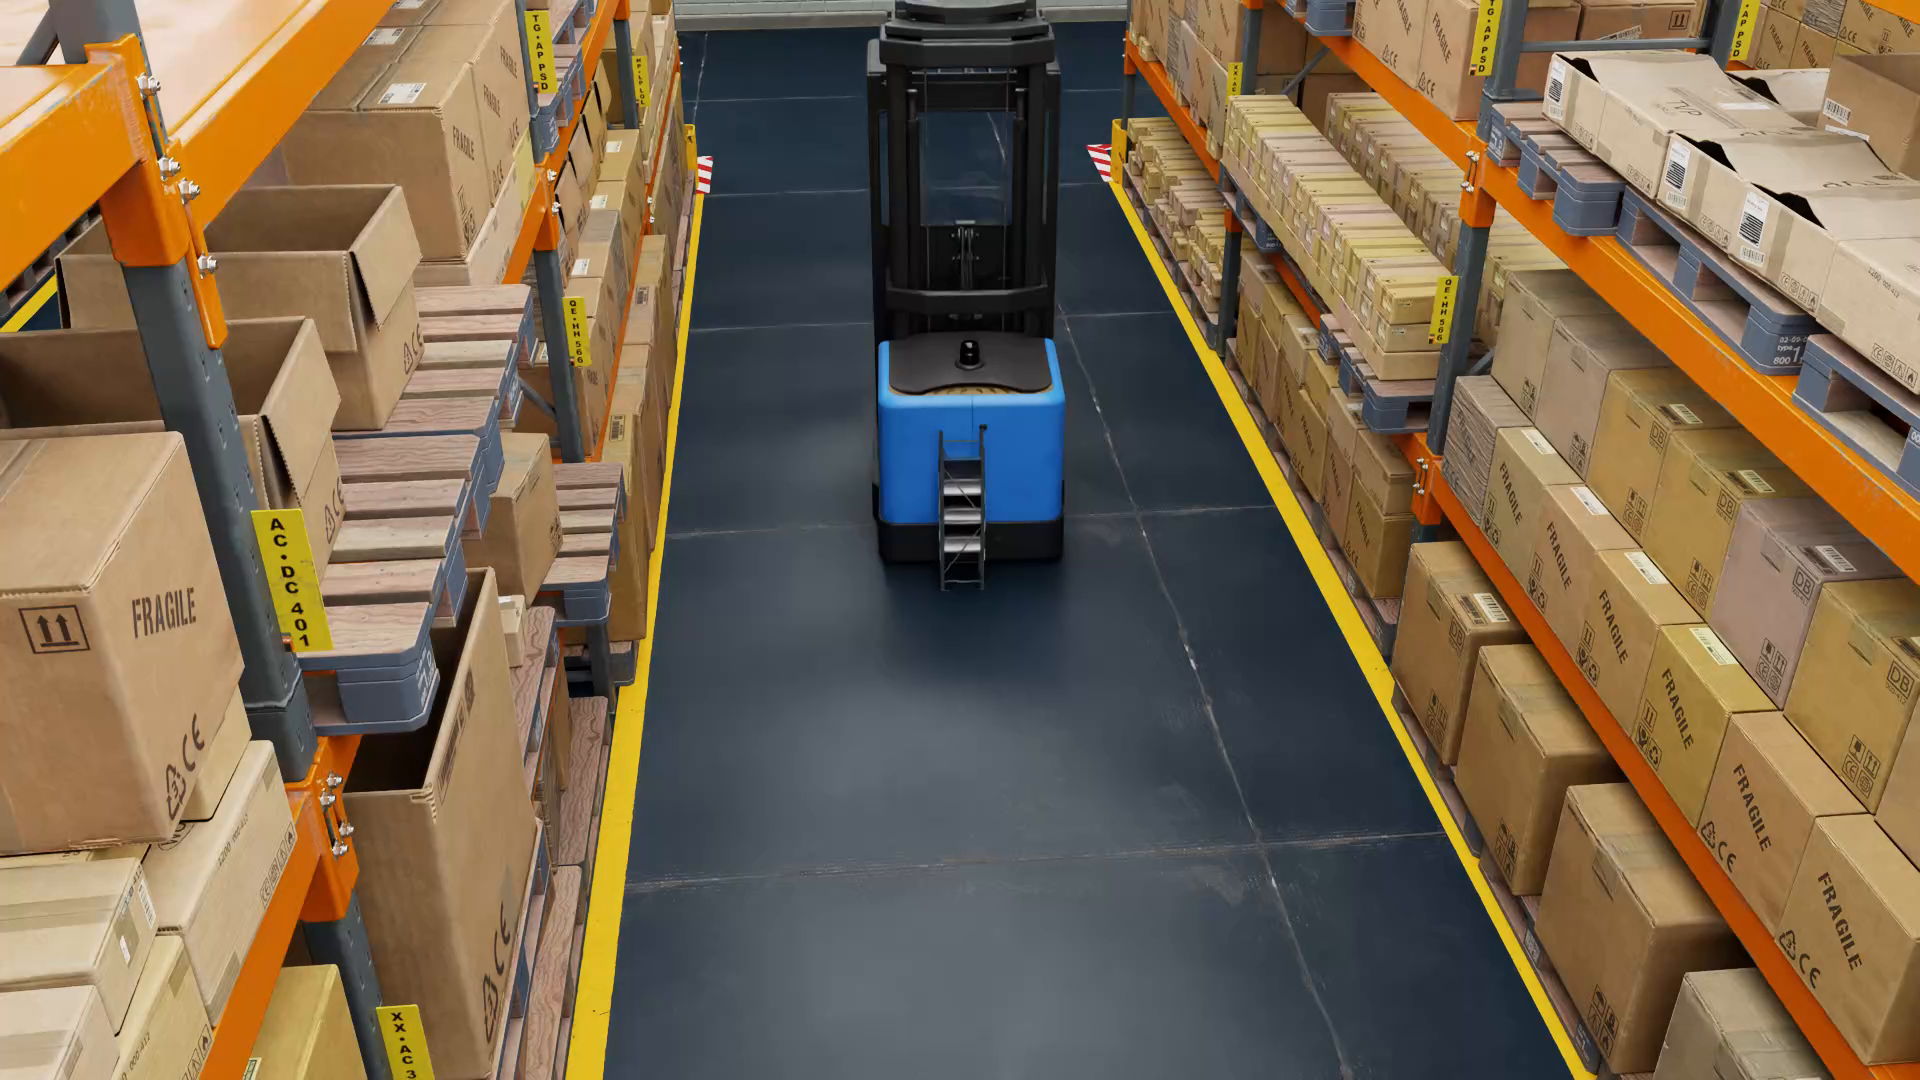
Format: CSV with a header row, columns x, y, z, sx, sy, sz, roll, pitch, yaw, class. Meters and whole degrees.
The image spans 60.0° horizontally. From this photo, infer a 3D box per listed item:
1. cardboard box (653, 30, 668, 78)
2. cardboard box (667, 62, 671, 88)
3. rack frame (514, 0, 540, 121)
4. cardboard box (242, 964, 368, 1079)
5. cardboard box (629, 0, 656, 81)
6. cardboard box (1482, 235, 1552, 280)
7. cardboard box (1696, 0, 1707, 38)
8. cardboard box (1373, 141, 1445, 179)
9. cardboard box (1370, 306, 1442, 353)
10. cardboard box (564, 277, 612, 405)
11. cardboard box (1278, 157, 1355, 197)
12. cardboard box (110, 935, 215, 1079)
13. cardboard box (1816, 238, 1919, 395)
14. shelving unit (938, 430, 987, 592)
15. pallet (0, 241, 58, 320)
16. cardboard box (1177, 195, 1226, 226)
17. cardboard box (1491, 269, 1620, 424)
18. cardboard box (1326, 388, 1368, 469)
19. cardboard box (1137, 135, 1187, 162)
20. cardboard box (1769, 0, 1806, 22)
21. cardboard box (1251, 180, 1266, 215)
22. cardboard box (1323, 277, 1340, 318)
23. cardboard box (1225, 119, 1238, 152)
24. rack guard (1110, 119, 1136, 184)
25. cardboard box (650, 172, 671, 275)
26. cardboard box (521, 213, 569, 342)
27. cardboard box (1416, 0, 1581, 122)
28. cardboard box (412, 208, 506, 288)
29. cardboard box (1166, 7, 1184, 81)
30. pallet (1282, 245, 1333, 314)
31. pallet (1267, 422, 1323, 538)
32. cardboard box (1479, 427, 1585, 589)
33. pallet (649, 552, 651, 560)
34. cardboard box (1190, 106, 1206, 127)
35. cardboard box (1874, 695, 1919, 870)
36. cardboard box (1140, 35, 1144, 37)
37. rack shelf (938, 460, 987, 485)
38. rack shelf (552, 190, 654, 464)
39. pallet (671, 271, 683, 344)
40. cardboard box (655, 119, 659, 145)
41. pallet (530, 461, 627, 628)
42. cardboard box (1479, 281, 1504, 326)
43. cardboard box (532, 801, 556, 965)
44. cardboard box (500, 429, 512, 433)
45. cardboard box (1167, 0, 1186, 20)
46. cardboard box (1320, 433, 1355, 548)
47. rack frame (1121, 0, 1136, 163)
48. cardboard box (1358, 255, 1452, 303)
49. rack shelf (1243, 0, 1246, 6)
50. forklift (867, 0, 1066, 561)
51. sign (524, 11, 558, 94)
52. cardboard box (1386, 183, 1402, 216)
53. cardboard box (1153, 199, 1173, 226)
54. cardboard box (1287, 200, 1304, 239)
x,y,z,sx,sy,sz,roll,pitch,yaw,class
-2.566,-3.814,13.066,0.500,0.250,0.500,-4,31,-6,cardboard box
-2.512,-3.709,13.279,0.380,0.149,0.250,-3,31,-6,cardboard box
-2.222,-2.995,5.989,1.000,3.000,0.127,-3,31,-5,rack frame
-1.533,1.239,3.388,0.500,0.500,0.500,-3,31,-5,cardboard box
-2.478,-3.621,12.012,0.500,0.500,0.500,-4,31,-6,cardboard box
2.829,-1.441,8.493,0.380,0.149,0.250,-3,31,-5,cardboard box
6.731,-4.506,14.271,0.500,0.500,0.500,-3,31,-5,cardboard box
2.676,-2.251,9.849,0.380,0.149,0.250,-4,31,-6,cardboard box
2.226,-1.036,8.105,0.380,0.149,0.250,-2,31,-4,cardboard box
-2.047,-0.987,8.380,0.500,0.500,0.500,-4,31,-6,cardboard box
2.052,-2.092,9.583,0.380,0.149,0.250,-2,31,-3,cardboard box
-1.508,0.887,2.562,0.500,0.250,0.500,-2,31,-3,cardboard box
2.765,-0.630,4.594,0.500,0.250,0.500,-3,31,-5,cardboard box
0.010,-0.155,9.132,0.258,0.900,0.210,-1,31,-2,shelving unit
-7.752,-2.025,12.935,1.003,0.211,1.213,-3,31,-5,pallet
1.902,-2.554,12.892,0.380,0.149,0.250,-4,31,-7,cardboard box
2.757,-0.848,7.172,0.700,0.500,0.500,-3,31,-5,cardboard box
2.342,-0.628,9.174,0.500,0.250,0.500,-2,31,-4,cardboard box
1.730,-3.348,14.221,0.380,0.149,0.250,-3,31,-5,cardboard box
6.817,-4.412,13.138,0.500,0.500,0.500,-3,31,-4,cardboard box
2.004,-2.100,10.176,0.380,0.149,0.250,-2,31,-4,cardboard box
2.156,-1.293,8.826,0.380,0.149,0.250,-3,31,-5,cardboard box
1.930,-2.625,10.765,0.380,0.149,0.250,-2,31,-4,cardboard box
1.985,-3.578,15.253,1.175,0.500,0.348,-3,31,-5,rack guard
-2.578,-2.071,11.954,0.875,0.875,0.875,-3,31,-5,cardboard box
-2.275,-1.267,7.871,0.797,0.503,0.637,-2,31,-3,cardboard box
2.419,-2.216,7.512,0.500,0.500,0.500,-3,31,-5,cardboard box
-1.830,-0.903,5.558,0.500,0.250,0.500,-2,31,-3,cardboard box
1.907,-3.835,12.859,0.500,0.500,0.500,-4,31,-6,cardboard box
2.500,-1.532,9.577,1.003,0.211,1.213,-3,31,-5,pallet
2.543,-0.429,10.262,1.003,0.211,1.213,-3,31,-5,pallet
2.549,-0.147,6.974,0.500,0.500,0.500,-3,31,-5,cardboard box
-2.332,-0.250,9.963,1.003,0.211,1.213,-3,31,-5,pallet
1.939,-3.210,12.445,0.380,0.149,0.250,-4,31,-7,cardboard box
3.047,0.711,4.562,0.700,0.500,0.500,-3,31,-5,cardboard box
1.747,-4.273,14.224,0.380,0.149,0.250,-2,31,-3,cardboard box
0.010,-0.358,9.011,0.258,0.077,0.200,-1,31,-2,rack shelf
-2.409,-1.132,9.421,1.077,0.370,4.000,-3,31,-5,rack shelf
-2.589,-1.656,12.318,1.003,0.211,1.213,-3,31,-5,pallet
-2.369,-2.923,11.965,0.380,0.149,0.250,-4,31,-6,cardboard box
-2.050,0.022,6.976,1.213,0.211,1.003,-3,31,-5,pallet
2.853,-1.200,8.380,0.380,0.149,0.250,-1,31,-2,cardboard box
-2.016,1.378,6.527,0.700,0.500,0.500,0,31,0,cardboard box
-2.132,-0.369,6.936,0.500,0.500,0.500,-6,31,-11,cardboard box
1.886,-4.264,12.601,0.500,0.500,0.500,-4,31,-6,cardboard box
2.359,-0.301,9.358,0.500,0.500,0.500,-2,31,-3,cardboard box
1.978,-4.690,14.677,1.000,3.000,0.127,-3,31,-5,rack frame
2.202,-1.290,8.240,0.380,0.149,0.250,-3,31,-5,cardboard box
2.165,-4.648,12.383,1.077,0.370,4.000,-3,31,-5,rack shelf
0.013,-1.861,10.008,1.130,2.935,3.031,-1,31,-2,forklift
-1.682,-1.954,6.667,0.100,0.325,0.005,-3,31,-5,sign
2.712,-1.981,9.688,0.380,0.149,0.250,-3,31,-4,cardboard box
1.814,-2.714,13.740,0.380,0.149,0.250,-4,31,-7,cardboard box
2.079,-1.826,9.428,0.380,0.149,0.250,-3,31,-6,cardboard box
